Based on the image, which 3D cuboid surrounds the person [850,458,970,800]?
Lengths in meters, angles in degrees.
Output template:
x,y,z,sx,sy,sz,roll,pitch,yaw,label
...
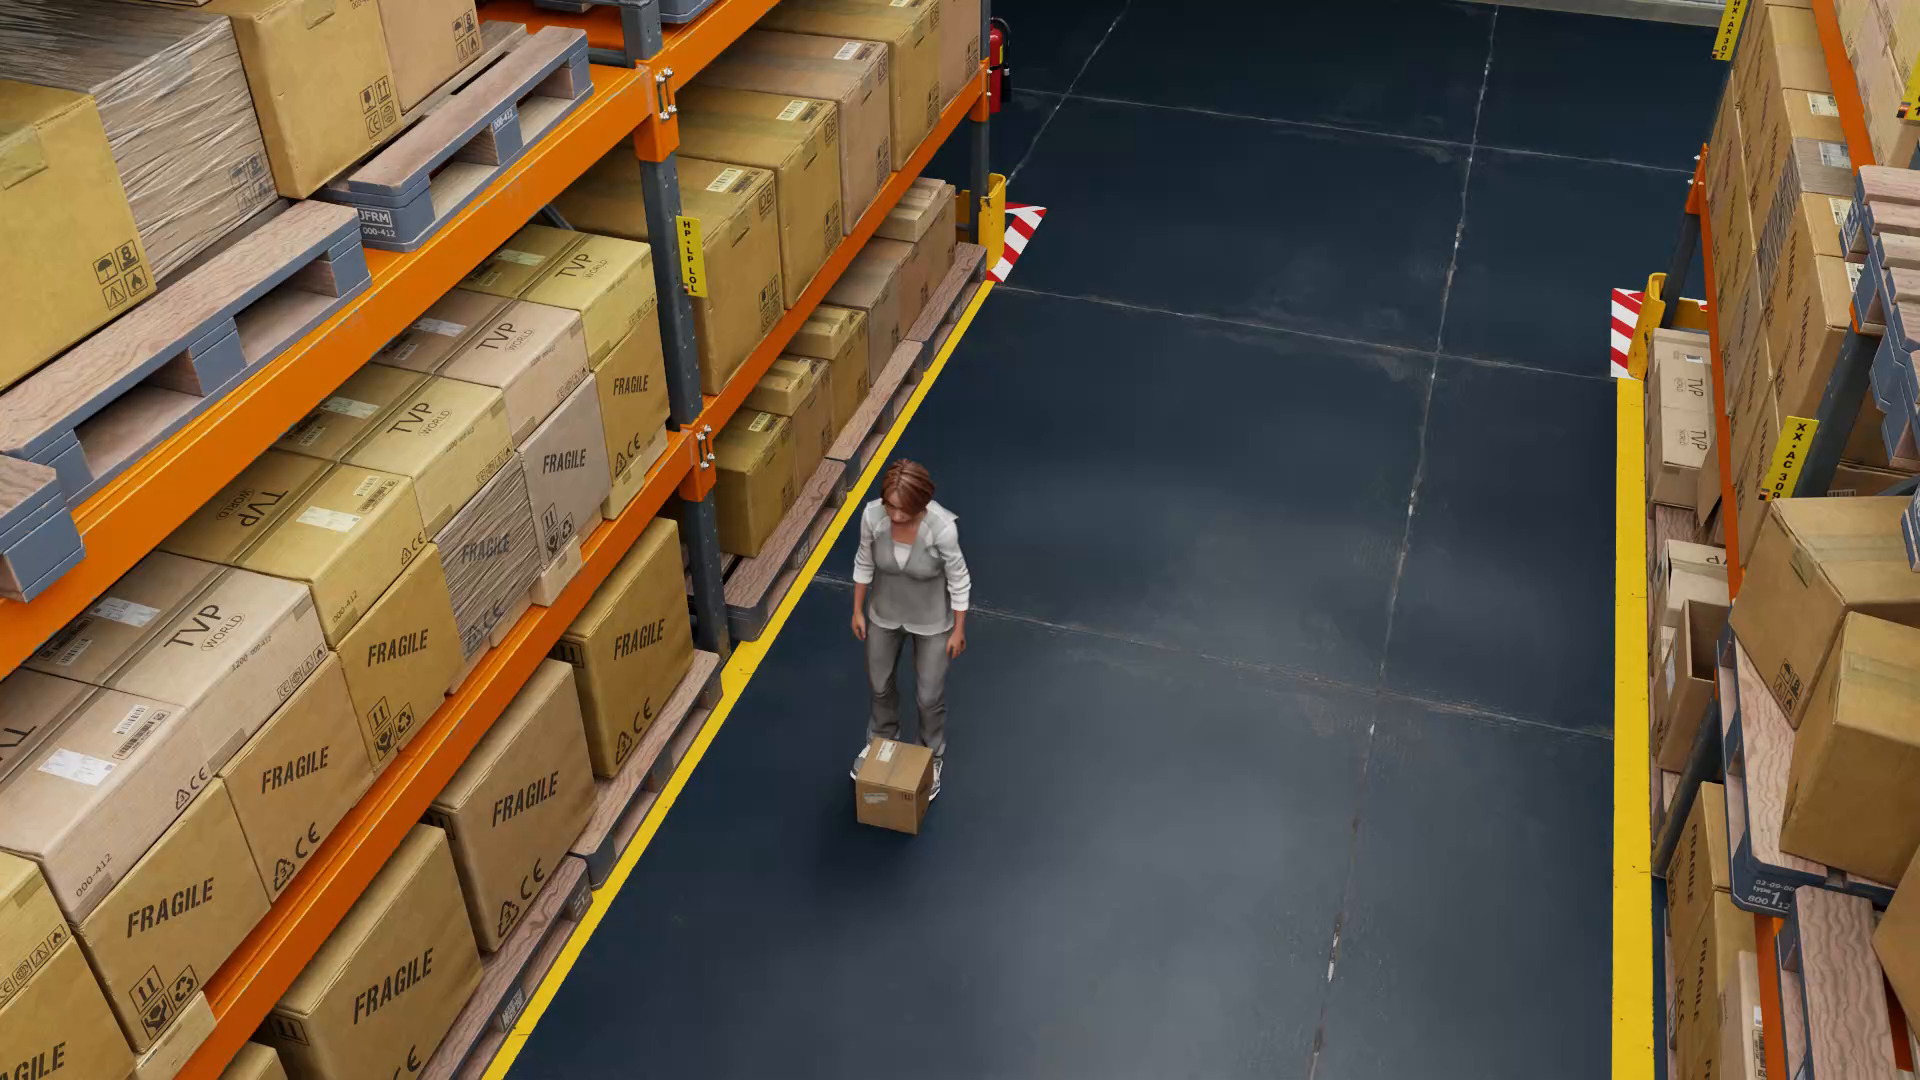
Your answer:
x,y,z,sx,sy,sz,roll,pitch,yaw,label
-0.198,0.328,6.473,0.473,1.592,0.366,11,39,13,person
